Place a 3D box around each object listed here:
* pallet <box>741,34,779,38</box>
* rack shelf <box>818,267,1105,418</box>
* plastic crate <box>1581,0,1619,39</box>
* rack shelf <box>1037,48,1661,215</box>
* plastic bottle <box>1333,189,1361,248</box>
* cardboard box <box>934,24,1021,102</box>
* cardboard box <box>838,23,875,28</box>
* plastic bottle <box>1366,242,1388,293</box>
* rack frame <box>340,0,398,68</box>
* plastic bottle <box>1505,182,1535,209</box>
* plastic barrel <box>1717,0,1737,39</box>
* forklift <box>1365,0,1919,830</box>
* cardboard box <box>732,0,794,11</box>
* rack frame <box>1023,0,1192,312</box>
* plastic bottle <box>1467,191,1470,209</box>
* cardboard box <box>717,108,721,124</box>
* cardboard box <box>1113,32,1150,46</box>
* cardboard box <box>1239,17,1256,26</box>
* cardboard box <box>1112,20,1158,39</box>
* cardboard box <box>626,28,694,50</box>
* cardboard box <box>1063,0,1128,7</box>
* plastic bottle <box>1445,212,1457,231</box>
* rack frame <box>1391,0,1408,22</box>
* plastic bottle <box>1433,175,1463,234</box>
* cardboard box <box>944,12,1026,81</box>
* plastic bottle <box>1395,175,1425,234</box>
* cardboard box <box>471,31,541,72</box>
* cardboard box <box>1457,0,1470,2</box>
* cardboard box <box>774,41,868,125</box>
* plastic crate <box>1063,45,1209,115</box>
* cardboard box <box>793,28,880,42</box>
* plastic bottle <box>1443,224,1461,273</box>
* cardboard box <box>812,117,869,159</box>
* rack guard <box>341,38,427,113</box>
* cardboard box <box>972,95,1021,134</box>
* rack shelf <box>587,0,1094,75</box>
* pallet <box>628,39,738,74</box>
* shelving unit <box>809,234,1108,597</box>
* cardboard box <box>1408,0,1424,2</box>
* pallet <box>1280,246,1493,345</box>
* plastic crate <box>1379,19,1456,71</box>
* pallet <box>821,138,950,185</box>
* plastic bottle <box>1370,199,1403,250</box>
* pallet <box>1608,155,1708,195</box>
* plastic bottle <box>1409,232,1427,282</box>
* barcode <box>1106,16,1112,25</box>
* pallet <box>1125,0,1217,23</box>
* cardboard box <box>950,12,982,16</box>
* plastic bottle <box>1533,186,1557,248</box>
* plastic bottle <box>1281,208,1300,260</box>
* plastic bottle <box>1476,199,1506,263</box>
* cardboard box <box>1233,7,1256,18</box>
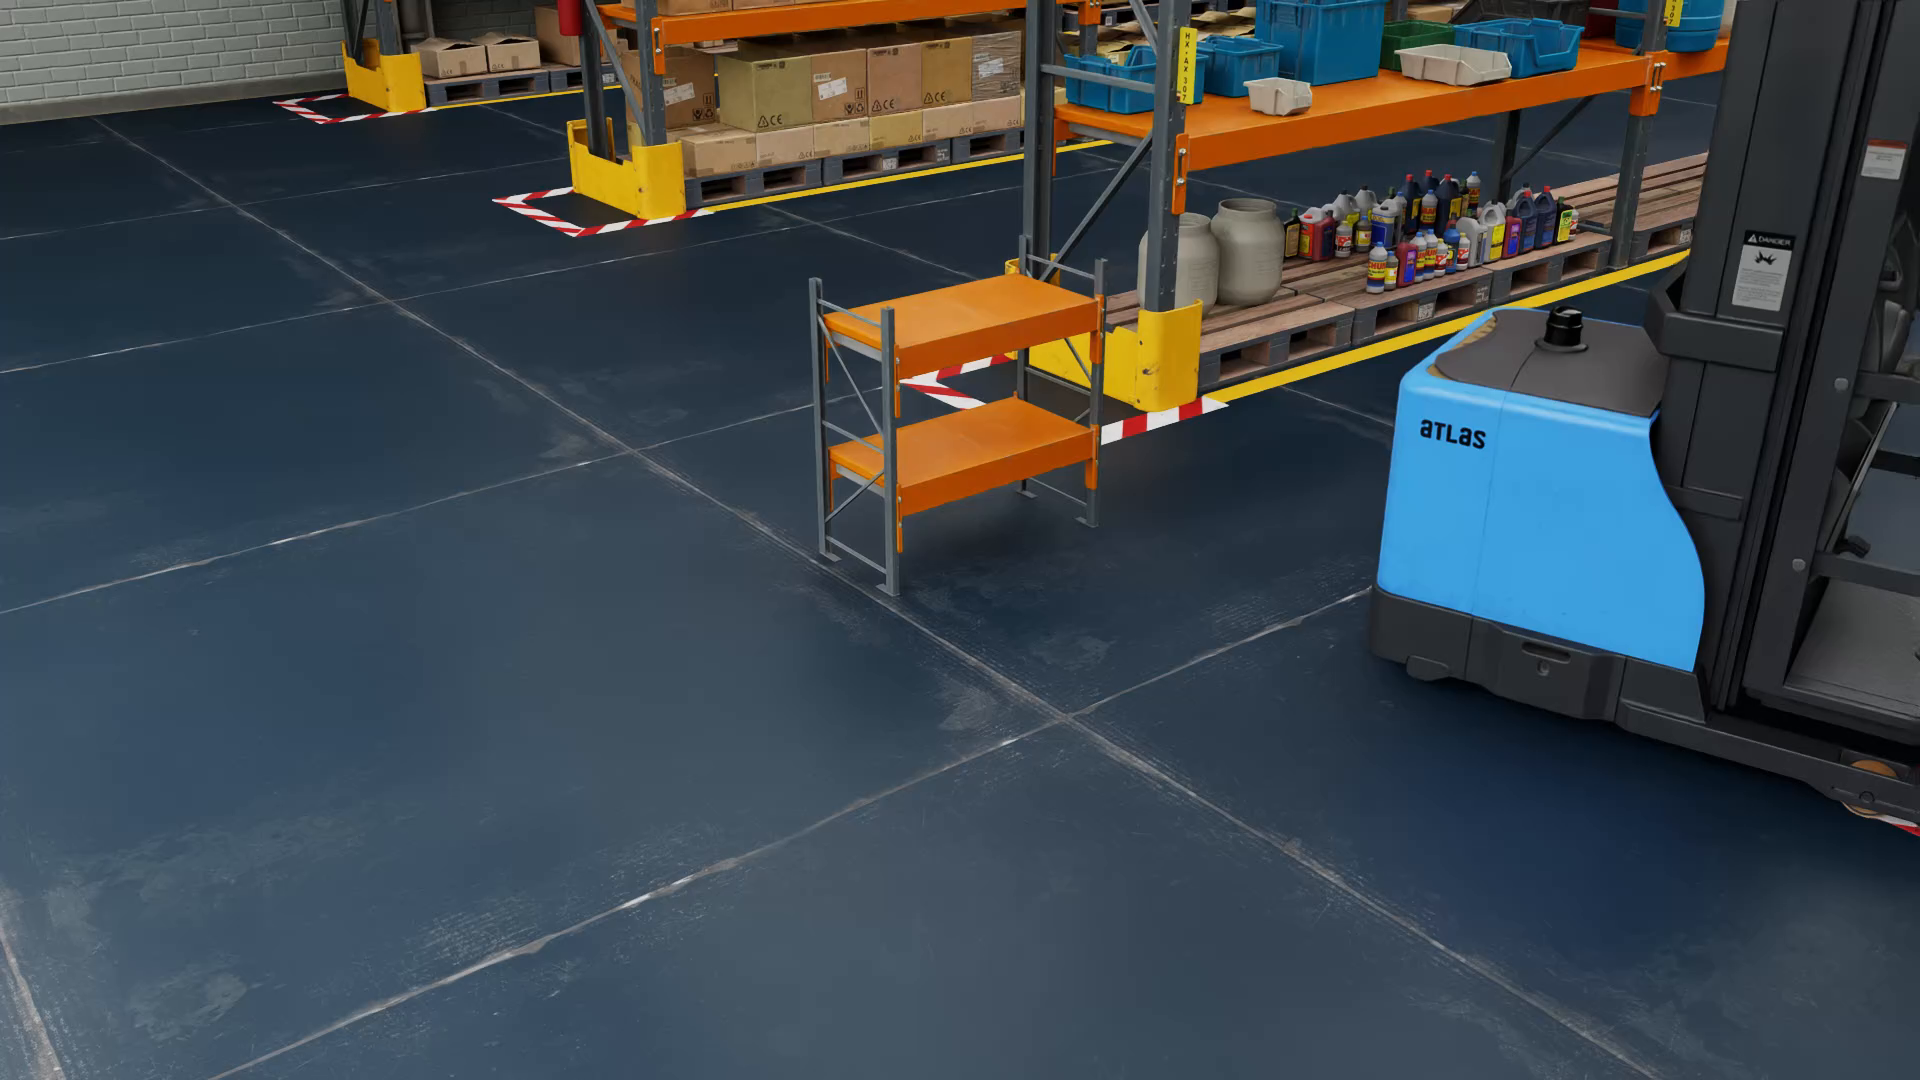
[{"bbox_3d":[-1.679,-5.432,18.203,1.213,0.211,1.003,-18,31,-34],"label":"pallet"},{"bbox_3d":[0.005,-0.777,6.394,1.000,0.278,0.538,-18,31,-34],"label":"rack shelf"},{"bbox_3d":[4.015,-3.468,10.584,0.583,0.464,0.402,-18,31,-34],"label":"plastic crate"},{"bbox_3d":[2.249,-2.366,9.140,4.000,0.370,1.077,-18,31,-34],"label":"rack shelf"},{"bbox_3d":[2.302,-1.930,9.969,0.185,0.351,0.144,-17,30,-32],"label":"plastic bottle"},{"bbox_3d":[0.139,-3.818,13.291,0.500,0.500,0.500,-18,31,-34],"label":"cardboard box"},{"bbox_3d":[-1.346,-5.907,18.362,0.500,0.500,0.700,-19,31,-35],"label":"cardboard box"},{"bbox_3d":[2.294,-1.503,9.143,0.097,0.271,0.097,0,25,0],"label":"plastic bottle"},{"bbox_3d":[-5.438,-5.455,14.940,0.127,3.000,1.000,-18,31,-34],"label":"rack frame"},{"bbox_3d":[3.405,-1.995,10.109,0.185,0.351,0.144,-18,31,-34],"label":"plastic bottle"},{"bbox_3d":[4.711,-3.449,10.458,0.433,0.535,0.433,0,25,0],"label":"plastic barrel"},{"bbox_3d":[2.920,-0.710,4.799,3.031,2.935,1.130,16,29,30],"label":"forklift"},{"bbox_3d":[-1.593,-4.115,11.935,0.500,0.500,0.700,-17,30,-33],"label":"cardboard box"},{"bbox_3d":[0.675,-2.173,7.869,0.127,3.000,1.000,-18,31,-34],"label":"rack frame"},{"bbox_3d":[3.222,-2.178,10.682,0.097,0.201,0.097,0,25,0],"label":"plastic bottle"},{"bbox_3d":[-1.753,-3.129,12.696,0.500,0.250,0.500,-18,31,-34],"label":"cardboard box"},{"bbox_3d":[1.645,-4.205,14.348,0.500,0.311,0.500,-19,31,-35],"label":"cardboard box"},{"bbox_3d":[2.853,-4.606,15.212,0.500,0.311,0.500,-18,31,-34],"label":"cardboard box"},{"bbox_3d":[1.711,-4.518,15.022,0.500,0.311,0.500,-18,31,-34],"label":"cardboard box"},{"bbox_3d":[-3.082,-5.277,17.003,0.500,0.500,0.500,-21,32,-38],"label":"cardboard box"},{"bbox_3d":[1.517,-6.896,20.100,0.750,0.750,0.750,-19,31,-35],"label":"cardboard box"},{"bbox_3d":[2.892,-1.777,9.720,0.133,0.283,0.061,-18,31,-34],"label":"plastic bottle"},{"bbox_3d":[3.917,-5.893,15.884,0.127,3.000,1.000,-18,31,-34],"label":"rack frame"},{"bbox_3d":[3.021,-2.090,10.314,0.185,0.351,0.144,-18,31,-34],"label":"plastic bottle"},{"bbox_3d":[0.211,-4.120,13.942,0.500,0.500,0.500,-18,31,-34],"label":"cardboard box"},{"bbox_3d":[2.783,-2.089,10.311,0.185,0.351,0.144,-20,31,-36],"label":"plastic bottle"},{"bbox_3d":[-4.389,-4.733,16.056,0.500,0.311,0.500,-15,29,-30],"label":"cardboard box"},{"bbox_3d":[5.258,-5.249,16.943,0.500,0.500,0.500,-19,31,-35],"label":"cardboard box"},{"bbox_3d":[-1.041,-3.428,12.451,0.500,0.500,0.500,-18,31,-34],"label":"cardboard box"},{"bbox_3d":[0.884,-2.335,8.394,0.616,0.251,0.499,-18,31,-34],"label":"plastic crate"},{"bbox_3d":[-0.968,-3.730,13.101,0.500,0.500,0.500,-18,31,-34],"label":"cardboard box"},{"bbox_3d":[2.802,-1.670,9.504,0.097,0.271,0.097,0,25,0],"label":"plastic bottle"},{"bbox_3d":[-1.034,-3.084,12.600,0.500,0.250,0.500,-18,31,-34],"label":"cardboard box"},{"bbox_3d":[-5.378,-4.341,15.509,0.348,0.500,1.175,-18,31,-34],"label":"rack guard"},{"bbox_3d":[0.140,-3.478,13.447,0.500,0.250,0.500,-18,31,-34],"label":"cardboard box"},{"bbox_3d":[-0.805,-4.008,12.677,4.000,0.370,1.077,-18,31,-34],"label":"rack shelf"},{"bbox_3d":[-2.797,-5.043,17.365,1.213,0.211,1.003,-18,31,-34],"label":"pallet"},{"bbox_3d":[0.005,-0.512,6.517,1.048,1.125,0.538,-18,31,-34],"label":"shelving unit"},{"bbox_3d":[4.550,-5.635,16.886,0.500,0.250,0.500,-17,30,-32],"label":"cardboard box"},{"bbox_3d":[2.308,-1.468,9.662,1.213,0.211,1.003,-18,31,-34],"label":"pallet"},{"bbox_3d":[2.580,-2.857,9.594,0.662,0.188,0.450,-18,31,-34],"label":"plastic crate"},{"bbox_3d":[-0.843,-3.078,13.130,1.213,0.211,1.003,-18,31,-34],"label":"pallet"},{"bbox_3d":[2.560,-1.902,9.998,0.135,0.276,0.152,-18,31,-34],"label":"plastic bottle"},{"bbox_3d":[5.378,-2.483,11.849,1.213,0.211,1.003,-18,31,-34],"label":"pallet"},{"bbox_3d":[2.564,-1.592,9.335,0.097,0.271,0.097,0,25,0],"label":"plastic bottle"},{"bbox_3d":[1.227,-4.283,13.722,0.075,0.075,0.001,-18,31,-34],"label":"barcode"},{"bbox_3d":[2.484,-6.763,21.072,1.213,0.211,1.003,-18,31,-34],"label":"pallet"},{"bbox_3d":[-0.154,-6.299,19.206,0.500,0.500,0.700,-18,31,-34],"label":"cardboard box"},{"bbox_3d":[3.494,-1.947,10.006,0.185,0.351,0.144,-19,31,-35],"label":"plastic bottle"},{"bbox_3d":[1.931,-1.799,9.767,0.133,0.283,0.061,-17,30,-33],"label":"plastic bottle"},{"bbox_3d":[3.089,-1.813,9.718,0.185,0.351,0.144,-18,31,-34],"label":"plastic bottle"},{"bbox_3d":[2.915,-4.913,15.873,0.500,0.311,0.500,-19,31,-35],"label":"cardboard box"}]
